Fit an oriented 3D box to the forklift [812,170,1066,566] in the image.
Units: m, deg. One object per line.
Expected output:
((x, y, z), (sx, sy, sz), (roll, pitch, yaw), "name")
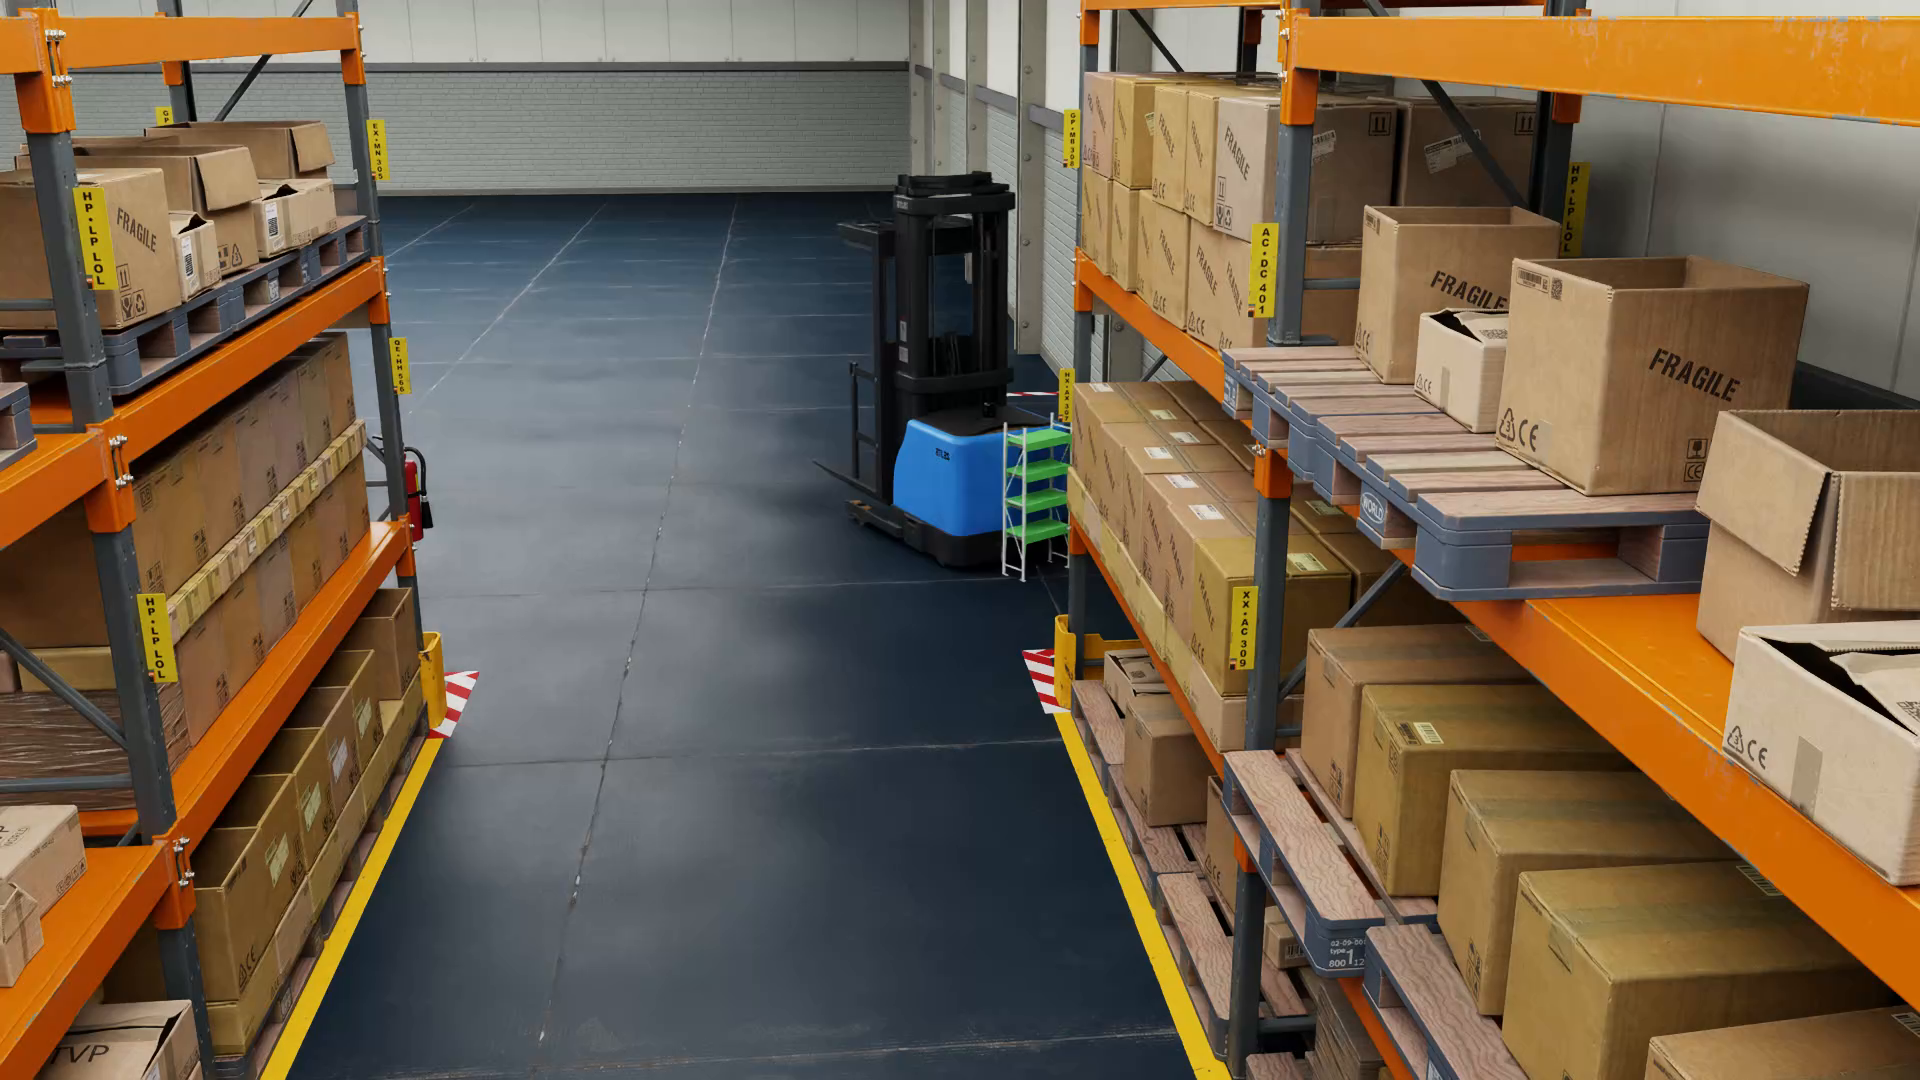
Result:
((-0.324, -1.586, 13.837), (1.130, 2.935, 3.031), (-10, 20, -28), "forklift")

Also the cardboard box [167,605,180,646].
((-3.192, 0.359, 6.277), (0.380, 0.149, 0.250), (-2, 17, -5), "cardboard box")

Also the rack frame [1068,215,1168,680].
((1.183, -0.469, 10.164), (1.000, 3.000, 0.127), (-2, 18, -6), "rack frame")

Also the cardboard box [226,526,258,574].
((-3.303, 0.049, 7.262), (0.380, 0.149, 0.250), (-2, 18, -7), "cardboard box")

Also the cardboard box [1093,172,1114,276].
((0.989, -1.689, 8.842), (0.500, 0.500, 0.500), (-1, 17, -2), "cardboard box")

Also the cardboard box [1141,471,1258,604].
((1.141, -0.004, 7.646), (0.500, 0.500, 0.500), (-2, 18, -7), "cardboard box")

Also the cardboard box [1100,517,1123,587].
((1.032, 0.054, 8.714), (0.500, 0.250, 0.500), (-2, 18, -7), "cardboard box")

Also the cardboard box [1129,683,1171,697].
((1.224, 0.982, 9.295), (0.500, 0.311, 0.500), (0, 17, -1), "cardboard box")

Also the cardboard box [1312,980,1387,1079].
((1.688, 1.924, 5.980), (0.700, 0.500, 0.500), (-1, 17, -4), "cardboard box")

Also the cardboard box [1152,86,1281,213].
((1.143, -1.702, 7.214), (0.500, 0.500, 0.500), (-2, 18, -8), "cardboard box")

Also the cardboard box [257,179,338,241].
((-3.362, -1.607, 8.096), (0.500, 0.250, 0.500), (-2, 18, -6), "cardboard box")

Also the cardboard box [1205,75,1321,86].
((1.555, -2.152, 8.647), (0.500, 0.500, 0.500), (-1, 17, -2), "cardboard box")

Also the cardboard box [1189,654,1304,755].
((1.246, 0.653, 6.807), (0.500, 0.250, 0.500), (-2, 18, -6), "cardboard box")

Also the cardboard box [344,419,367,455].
((-3.514, -0.564, 9.217), (0.380, 0.149, 0.250), (-2, 18, -7), "cardboard box")

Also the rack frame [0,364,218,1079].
((-3.331, 0.877, 5.877), (1.000, 3.000, 0.127), (-2, 18, -6), "rack frame")

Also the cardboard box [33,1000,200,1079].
((-3.004, 1.832, 5.786), (0.500, 0.311, 0.500), (-2, 18, -6), "cardboard box")

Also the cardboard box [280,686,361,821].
((-3.224, 1.036, 8.008), (0.500, 0.500, 0.500), (-2, 18, -6), "cardboard box")

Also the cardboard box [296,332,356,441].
((-3.703, -0.827, 8.969), (0.700, 0.500, 0.500), (-2, 18, -5), "cardboard box")

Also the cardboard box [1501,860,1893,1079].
((1.800, 1.146, 4.117), (0.700, 0.500, 0.500), (-2, 18, -6), "cardboard box")

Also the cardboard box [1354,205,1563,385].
((1.573, -0.791, 5.314), (0.500, 0.500, 0.500), (1, 17, 2), "cardboard box")

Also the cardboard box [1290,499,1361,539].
((1.706, 0.126, 7.233), (0.500, 0.500, 0.500), (-2, 18, -6), "cardboard box")

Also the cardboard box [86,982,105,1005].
((-3.596, 1.857, 6.645), (0.500, 0.250, 0.500), (-2, 18, -6), "cardboard box")

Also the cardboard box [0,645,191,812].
((-3.383, 0.697, 6.283), (0.700, 0.500, 0.500), (-2, 18, -7), "cardboard box")

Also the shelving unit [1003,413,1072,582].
((0.597, -0.329, 12.722), (0.503, 1.200, 0.258), (-14, 22, -38), "shelving unit")

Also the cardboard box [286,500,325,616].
((-3.604, 0.081, 8.244), (0.700, 0.500, 0.500), (-2, 18, -5), "cardboard box")

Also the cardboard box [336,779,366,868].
((-3.228, 1.393, 8.120), (0.500, 0.250, 0.500), (-2, 18, -6), "cardboard box")

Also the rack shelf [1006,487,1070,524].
((0.597, -0.268, 12.742), (0.480, 0.148, 0.258), (-14, 22, -38), "rack shelf")

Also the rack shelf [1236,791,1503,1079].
((1.802, 1.661, 4.578), (1.077, 0.370, 4.000), (-2, 18, -6), "rack shelf")

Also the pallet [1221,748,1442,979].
((1.530, 1.046, 5.657), (1.003, 0.211, 1.213), (-2, 18, -6), "pallet")

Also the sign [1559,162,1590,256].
((2.148, -1.162, 5.841), (0.100, 0.325, 0.005), (-2, 18, -6), "sign")

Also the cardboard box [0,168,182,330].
((-3.121, -1.028, 5.833), (0.500, 0.500, 0.500), (0, 17, -1), "cardboard box")

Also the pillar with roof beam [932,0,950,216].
((-4.641, -10.167, 31.039), (9.100, 9.000, 0.400), (-2, 18, -6), "pillar with roof beam")

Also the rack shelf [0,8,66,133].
((-3.125, -0.856, 3.248), (1.077, 0.370, 4.000), (-2, 18, -6), "rack shelf")

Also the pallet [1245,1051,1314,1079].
((1.678, 2.285, 6.047), (1.003, 0.211, 1.213), (-2, 18, -6), "pallet")

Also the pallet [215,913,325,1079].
((-3.371, 1.969, 7.054), (1.003, 0.211, 1.213), (-2, 18, -6), "pallet")

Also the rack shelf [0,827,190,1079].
((-3.125, 1.816, 4.087), (1.077, 0.370, 4.000), (-2, 18, -6), "rack shelf")

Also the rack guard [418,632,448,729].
((-3.746, 0.870, 10.070), (1.175, 0.500, 0.348), (-2, 18, -6), "rack guard")

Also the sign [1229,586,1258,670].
((1.057, 0.328, 6.178), (0.100, 0.325, 0.005), (-2, 18, -6), "sign")

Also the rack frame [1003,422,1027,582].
((0.411, -0.282, 12.571), (0.015, 1.200, 0.240), (-14, 22, -38), "rack frame")

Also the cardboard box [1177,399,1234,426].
((1.486, -0.481, 9.166), (0.500, 0.500, 0.500), (-2, 17, -5), "cardboard box")

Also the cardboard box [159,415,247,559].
((-3.487, -0.222, 7.043), (0.700, 0.500, 0.500), (-2, 18, -6), "cardboard box")

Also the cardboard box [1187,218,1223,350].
((1.259, -1.060, 6.837), (0.500, 0.500, 0.500), (-3, 18, -10), "cardboard box")

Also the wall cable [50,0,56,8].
((-21.854, -13.944, 37.392), (2.305, 6.003, 0.169), (-2, 18, -6), "wall cable")

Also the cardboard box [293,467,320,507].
((-3.408, -0.257, 8.238), (0.380, 0.149, 0.250), (-1, 17, -4), "cardboard box")

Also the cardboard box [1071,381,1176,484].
((0.934, -0.614, 9.589), (0.500, 0.500, 0.500), (-2, 18, -6), "cardboard box")

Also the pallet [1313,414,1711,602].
((1.664, -0.123, 4.367), (1.213, 0.211, 1.003), (-2, 18, -6), "pallet")
